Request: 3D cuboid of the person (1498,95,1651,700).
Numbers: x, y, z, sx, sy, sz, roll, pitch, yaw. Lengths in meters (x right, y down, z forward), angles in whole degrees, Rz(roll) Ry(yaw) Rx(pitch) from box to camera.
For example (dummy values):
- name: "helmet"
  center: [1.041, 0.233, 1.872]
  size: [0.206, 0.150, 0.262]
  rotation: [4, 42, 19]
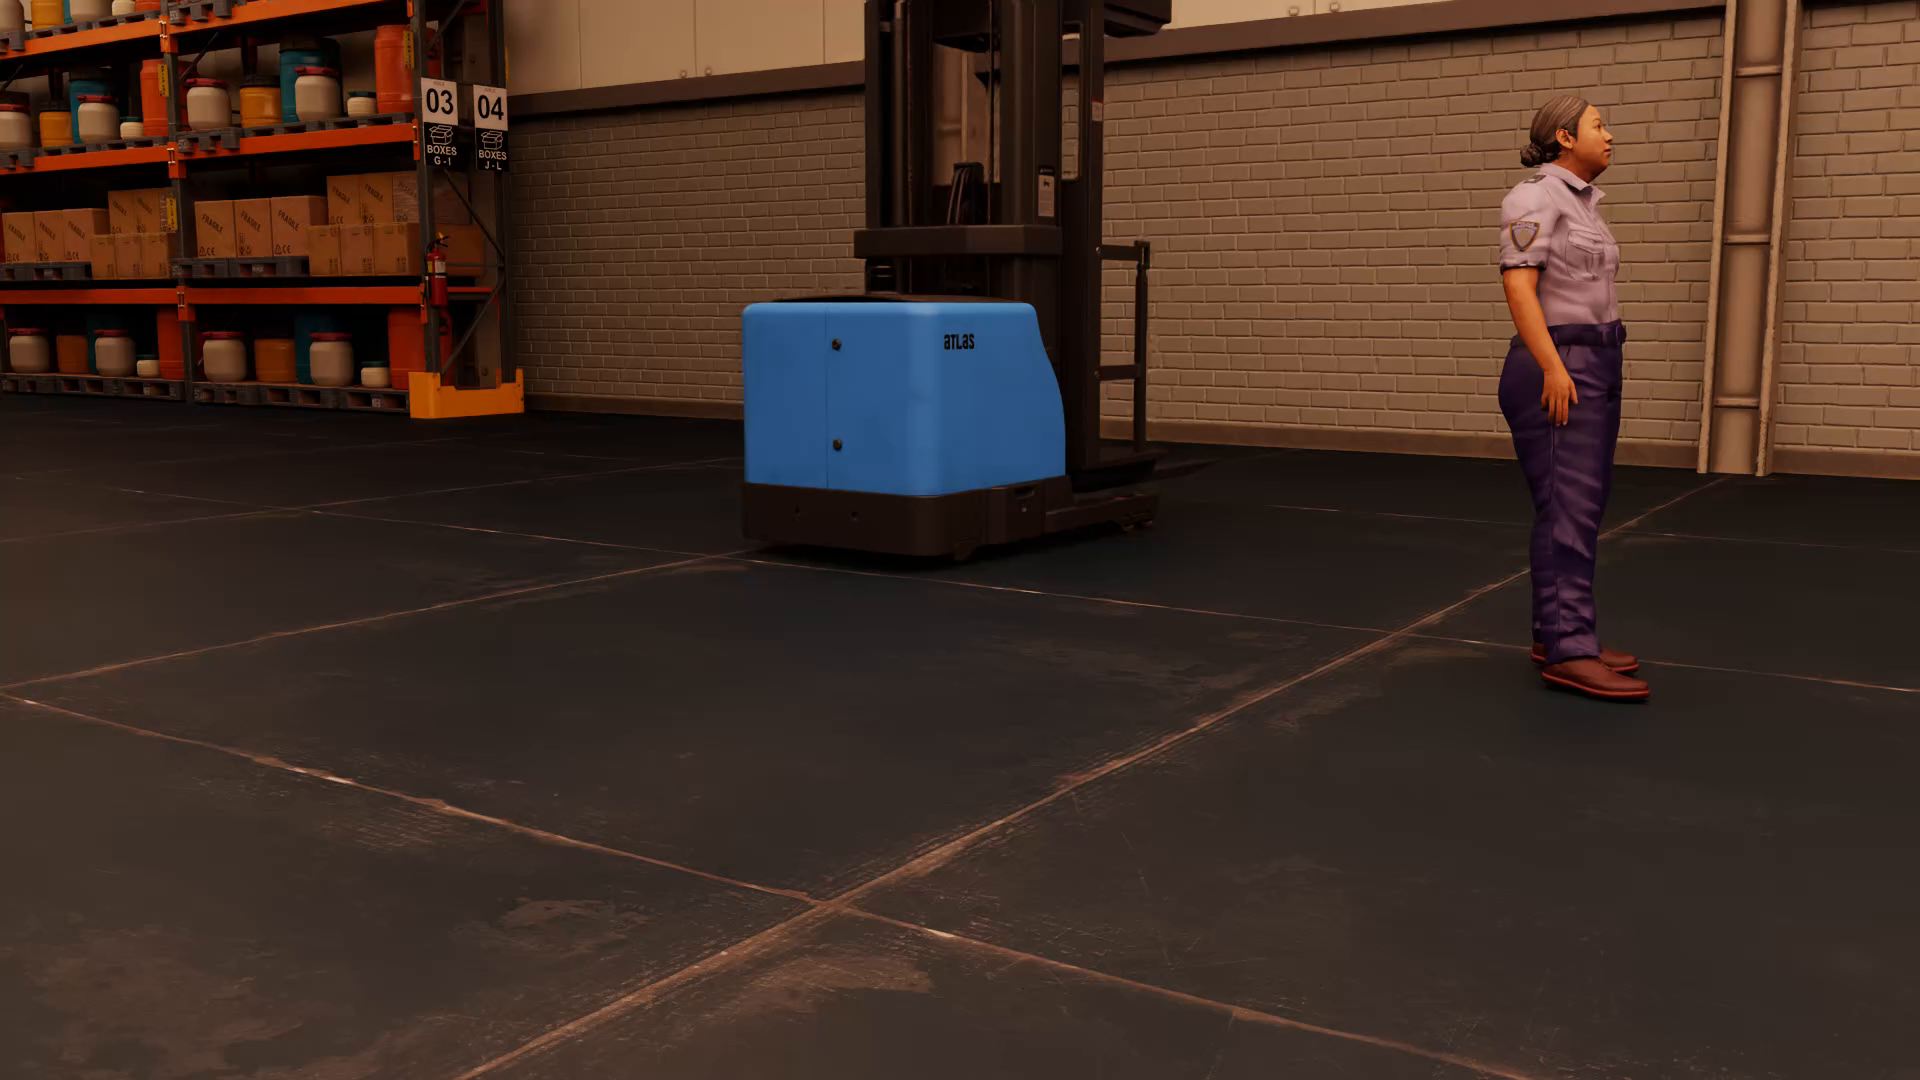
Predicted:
- name: "person"
  center: [1.802, -0.429, 4.719]
  size: [0.502, 1.651, 0.598]
  rotation: [6, 10, 35]

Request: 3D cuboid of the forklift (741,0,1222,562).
- name: "forklift"
  center: [0.306, -1.526, 7.922]
  size: [1.130, 2.935, 3.031]
  rotation: [6, 10, 34]
